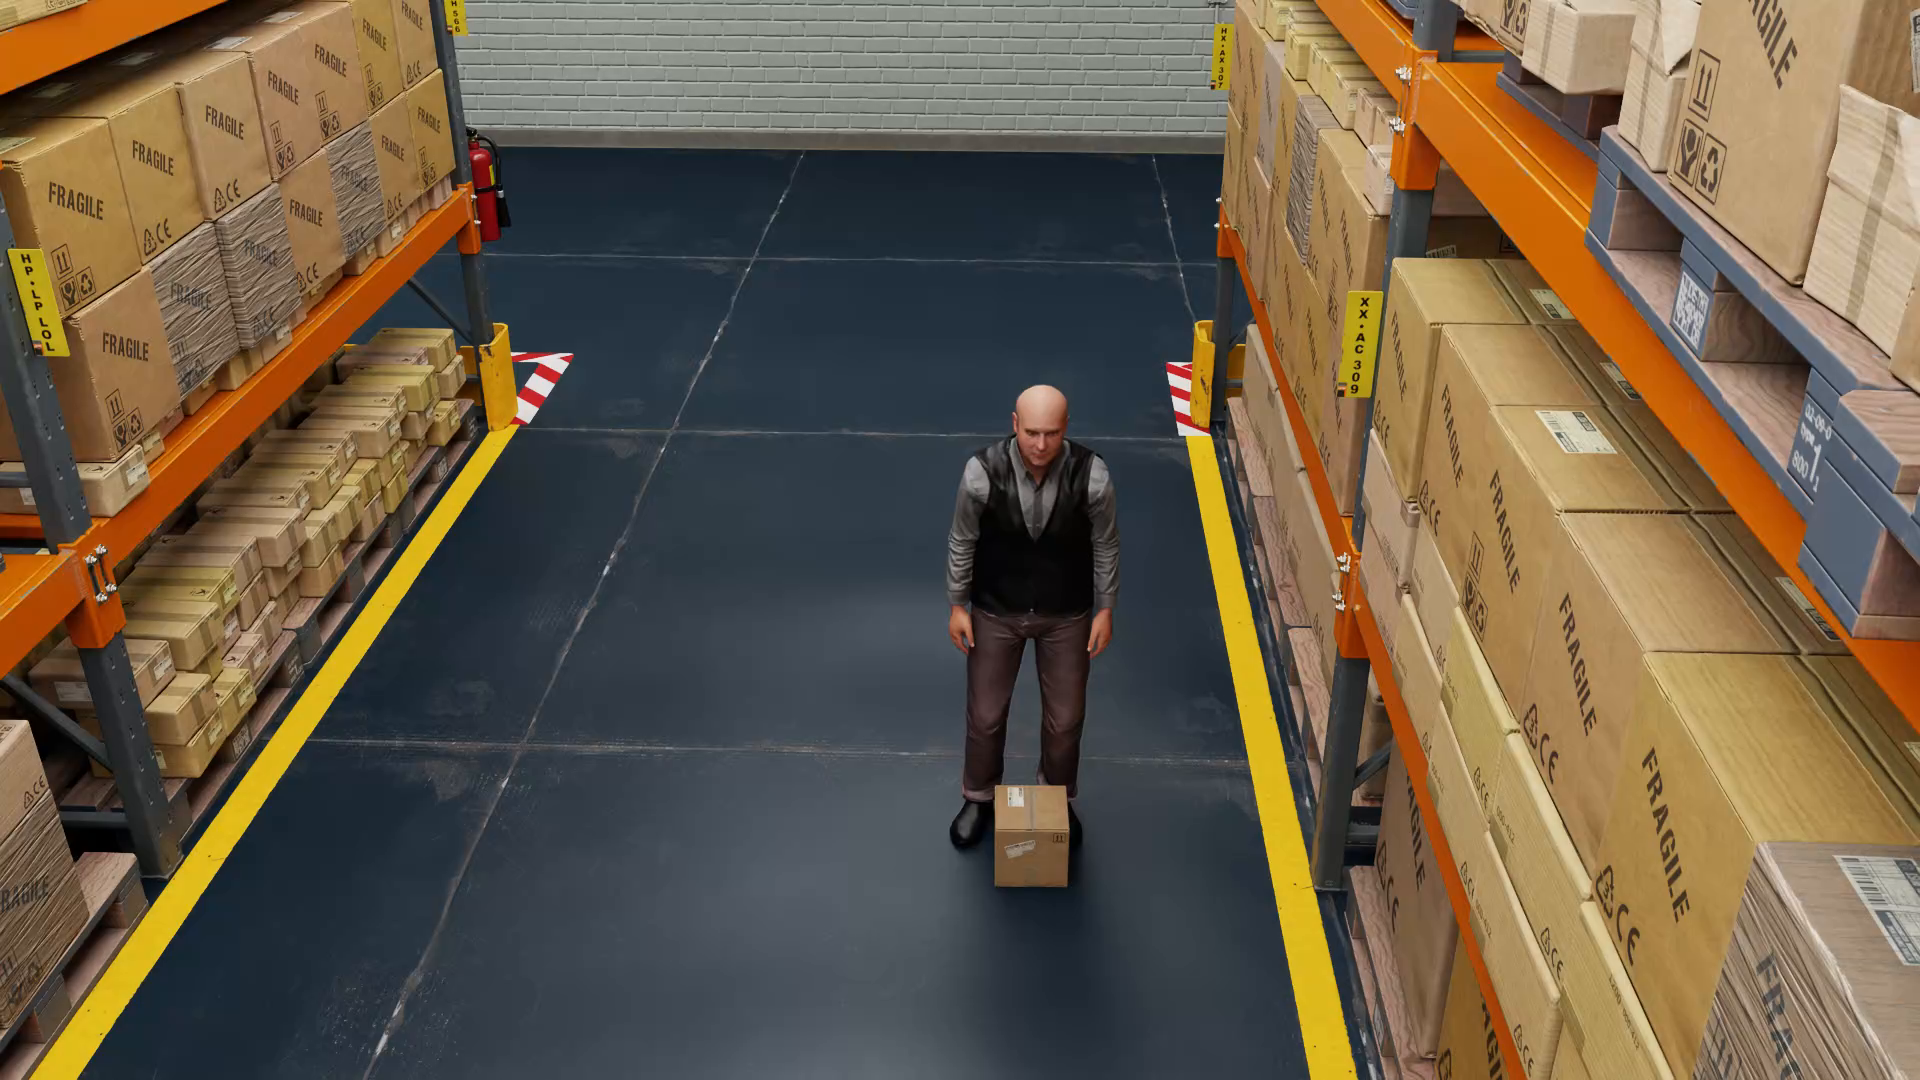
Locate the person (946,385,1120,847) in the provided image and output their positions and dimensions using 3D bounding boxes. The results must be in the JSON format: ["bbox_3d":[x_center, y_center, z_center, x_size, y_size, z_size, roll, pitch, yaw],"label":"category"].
[{"bbox_3d":[0.245,0.246,5.679,0.580,1.721,0.415,1,28,2],"label":"person"}]
